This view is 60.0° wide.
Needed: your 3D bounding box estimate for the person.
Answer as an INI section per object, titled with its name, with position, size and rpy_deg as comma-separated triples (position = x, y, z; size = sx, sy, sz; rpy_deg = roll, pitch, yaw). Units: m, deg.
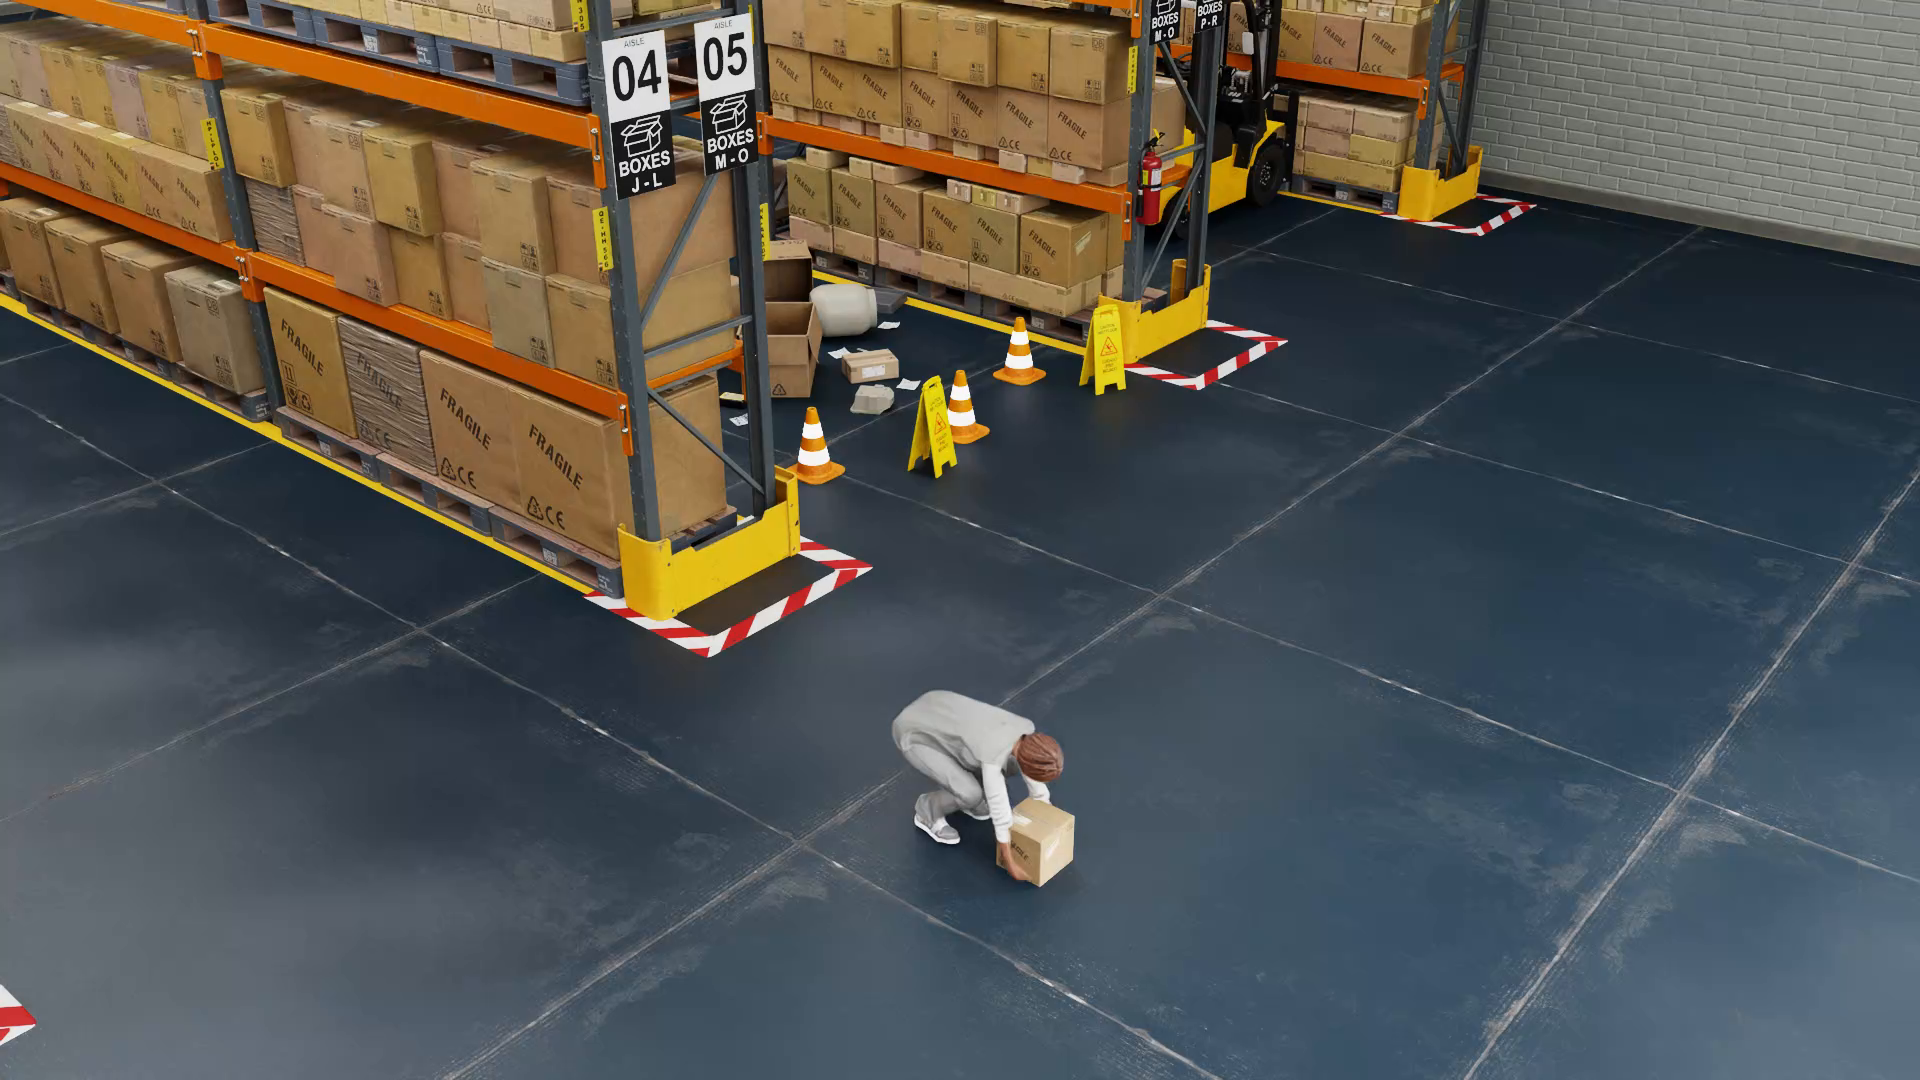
[person]
position = 0.086, 1.078, 7.586
size = 0.869, 0.715, 0.421
rpy_deg = 20, 34, 33
